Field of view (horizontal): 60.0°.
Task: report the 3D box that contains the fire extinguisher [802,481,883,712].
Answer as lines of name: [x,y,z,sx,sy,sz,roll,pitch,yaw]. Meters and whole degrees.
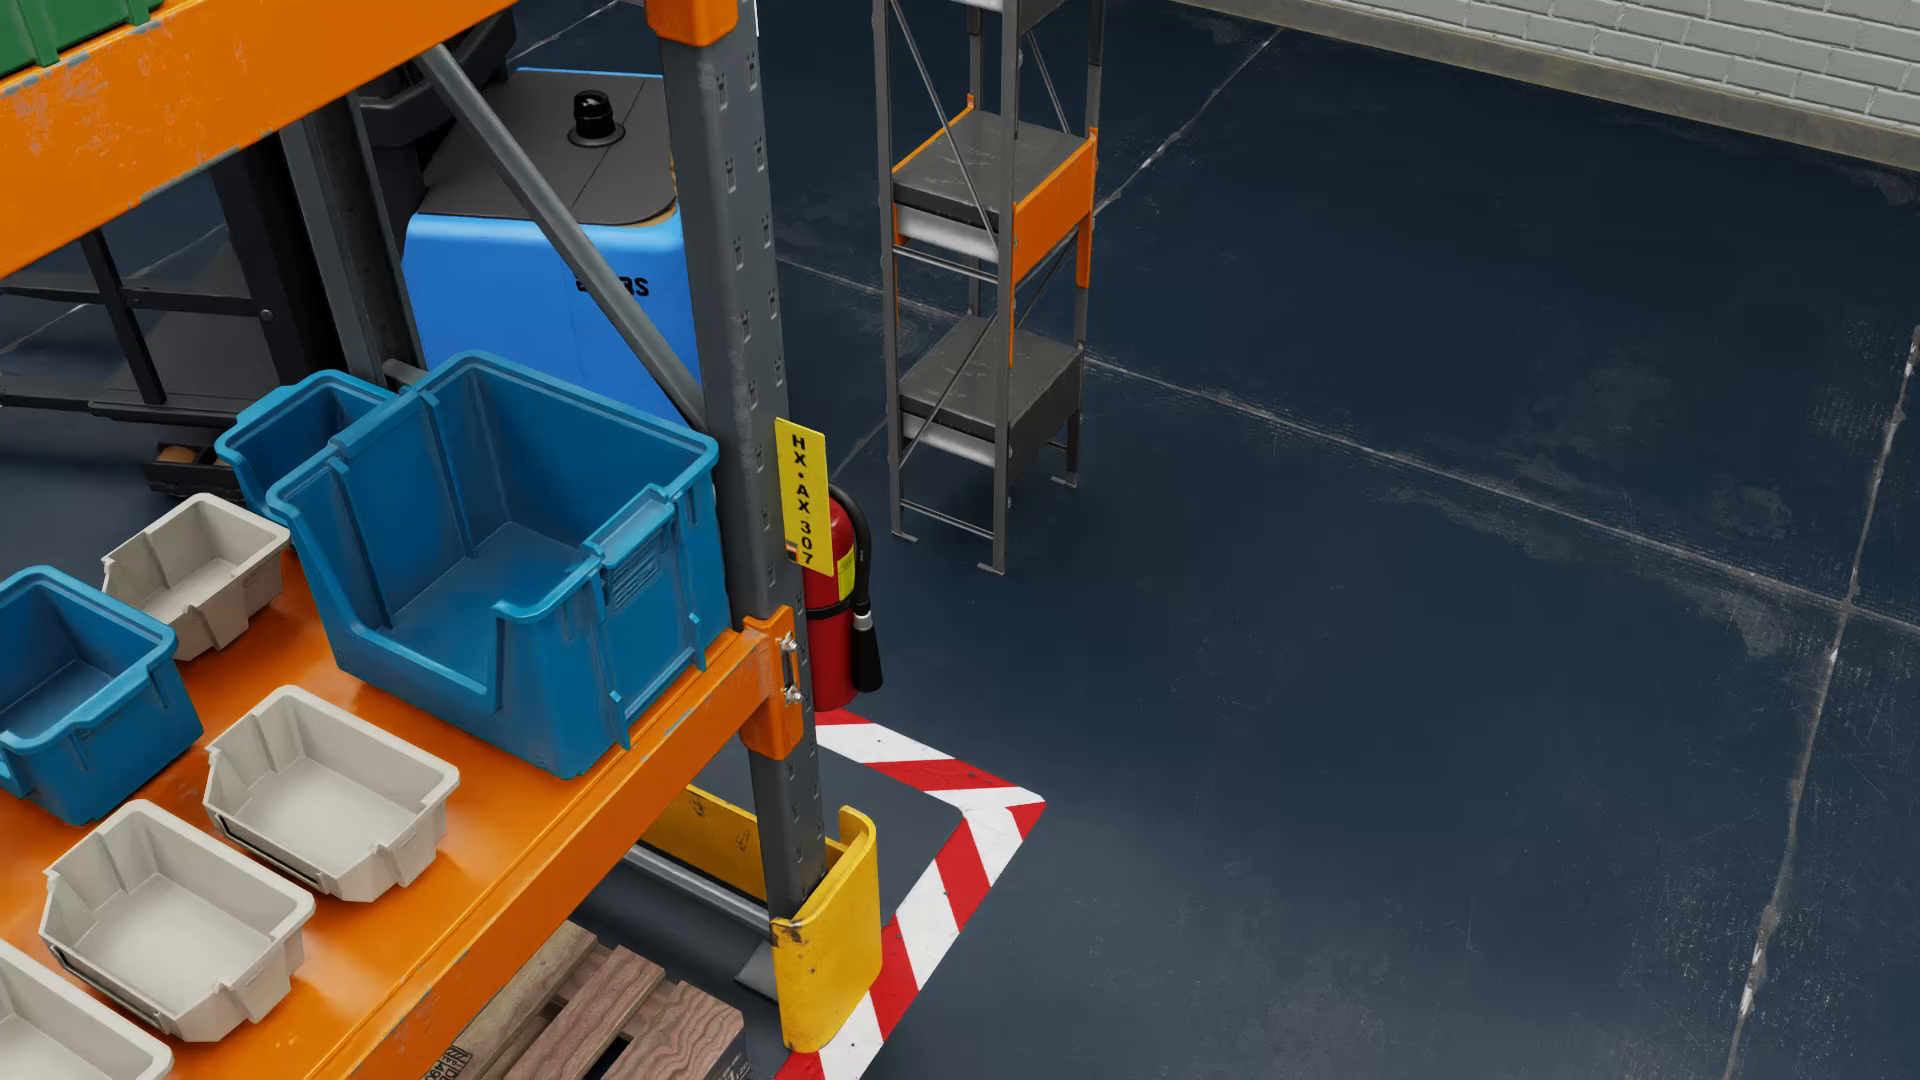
fire extinguisher: [-0.289,0.050,3.264,0.296,0.674,0.183,21,45,22]

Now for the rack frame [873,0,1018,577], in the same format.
rack frame: [-0.039,-0.743,4.505,0.400,2.100,0.015,21,45,22]

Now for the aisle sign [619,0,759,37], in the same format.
aisle sign: [-0.469,-1.103,2.266,0.394,0.787,0.004,21,45,22]

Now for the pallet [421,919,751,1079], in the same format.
pallet: [-1.204,1.323,3.588,1.003,0.211,1.213,21,45,22]

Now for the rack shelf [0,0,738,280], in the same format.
rack shelf: [-1.759,0.106,1.135,1.077,0.370,4.000,21,45,22]

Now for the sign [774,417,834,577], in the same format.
sign: [-0.274,-0.072,2.938,0.100,0.325,0.005,21,45,22]

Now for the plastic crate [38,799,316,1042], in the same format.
plastic crate: [-1.167,0.581,2.475,0.396,0.136,0.243,21,45,22]

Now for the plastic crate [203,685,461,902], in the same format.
plastic crate: [-1.009,0.420,2.658,0.396,0.136,0.243,21,45,22]

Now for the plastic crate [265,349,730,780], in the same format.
plastic crate: [-0.764,0.035,2.869,0.616,0.435,0.499,21,45,22]

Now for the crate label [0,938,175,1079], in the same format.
crate label: [-1.285,0.748,2.285,0.396,0.136,0.243,21,45,22]

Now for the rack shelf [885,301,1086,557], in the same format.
rack shelf: [0.083,-0.347,5.135,0.431,0.518,0.480,21,45,22]

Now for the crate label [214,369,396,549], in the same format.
crate label: [-1.167,-0.110,3.187,0.416,0.233,0.303,21,45,22]

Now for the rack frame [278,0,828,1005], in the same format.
rack frame: [-0.758,-0.183,3.188,1.000,3.000,0.127,21,45,22]

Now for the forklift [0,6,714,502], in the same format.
forklift: [-2.189,-1.565,4.810,3.031,2.935,1.130,5,42,5]

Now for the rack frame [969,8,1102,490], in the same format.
rack frame: [0.205,-1.022,4.822,0.400,2.100,0.015,21,45,22]

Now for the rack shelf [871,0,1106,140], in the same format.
rack shelf: [0.083,-1.398,4.210,0.431,0.518,0.480,21,45,22]

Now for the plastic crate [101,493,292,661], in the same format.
plastic crate: [-1.399,0.082,3.041,0.250,0.136,0.298,21,45,22]

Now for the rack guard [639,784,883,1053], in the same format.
rack guard: [-0.757,0.737,4.035,1.175,0.500,0.348,21,45,22]

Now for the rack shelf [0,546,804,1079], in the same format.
rack shelf: [-1.759,1.231,2.126,1.077,0.370,4.000,21,45,22]

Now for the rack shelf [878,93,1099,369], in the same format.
rack shelf: [0.083,-0.872,4.673,0.431,0.518,0.480,21,45,22]

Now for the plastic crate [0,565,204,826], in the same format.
plastic crate: [-1.496,0.266,2.759,0.416,0.233,0.300,21,45,22]

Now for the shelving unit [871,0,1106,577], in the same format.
shelving unit: [0.083,-0.883,4.664,0.431,2.100,0.503,21,45,22]
